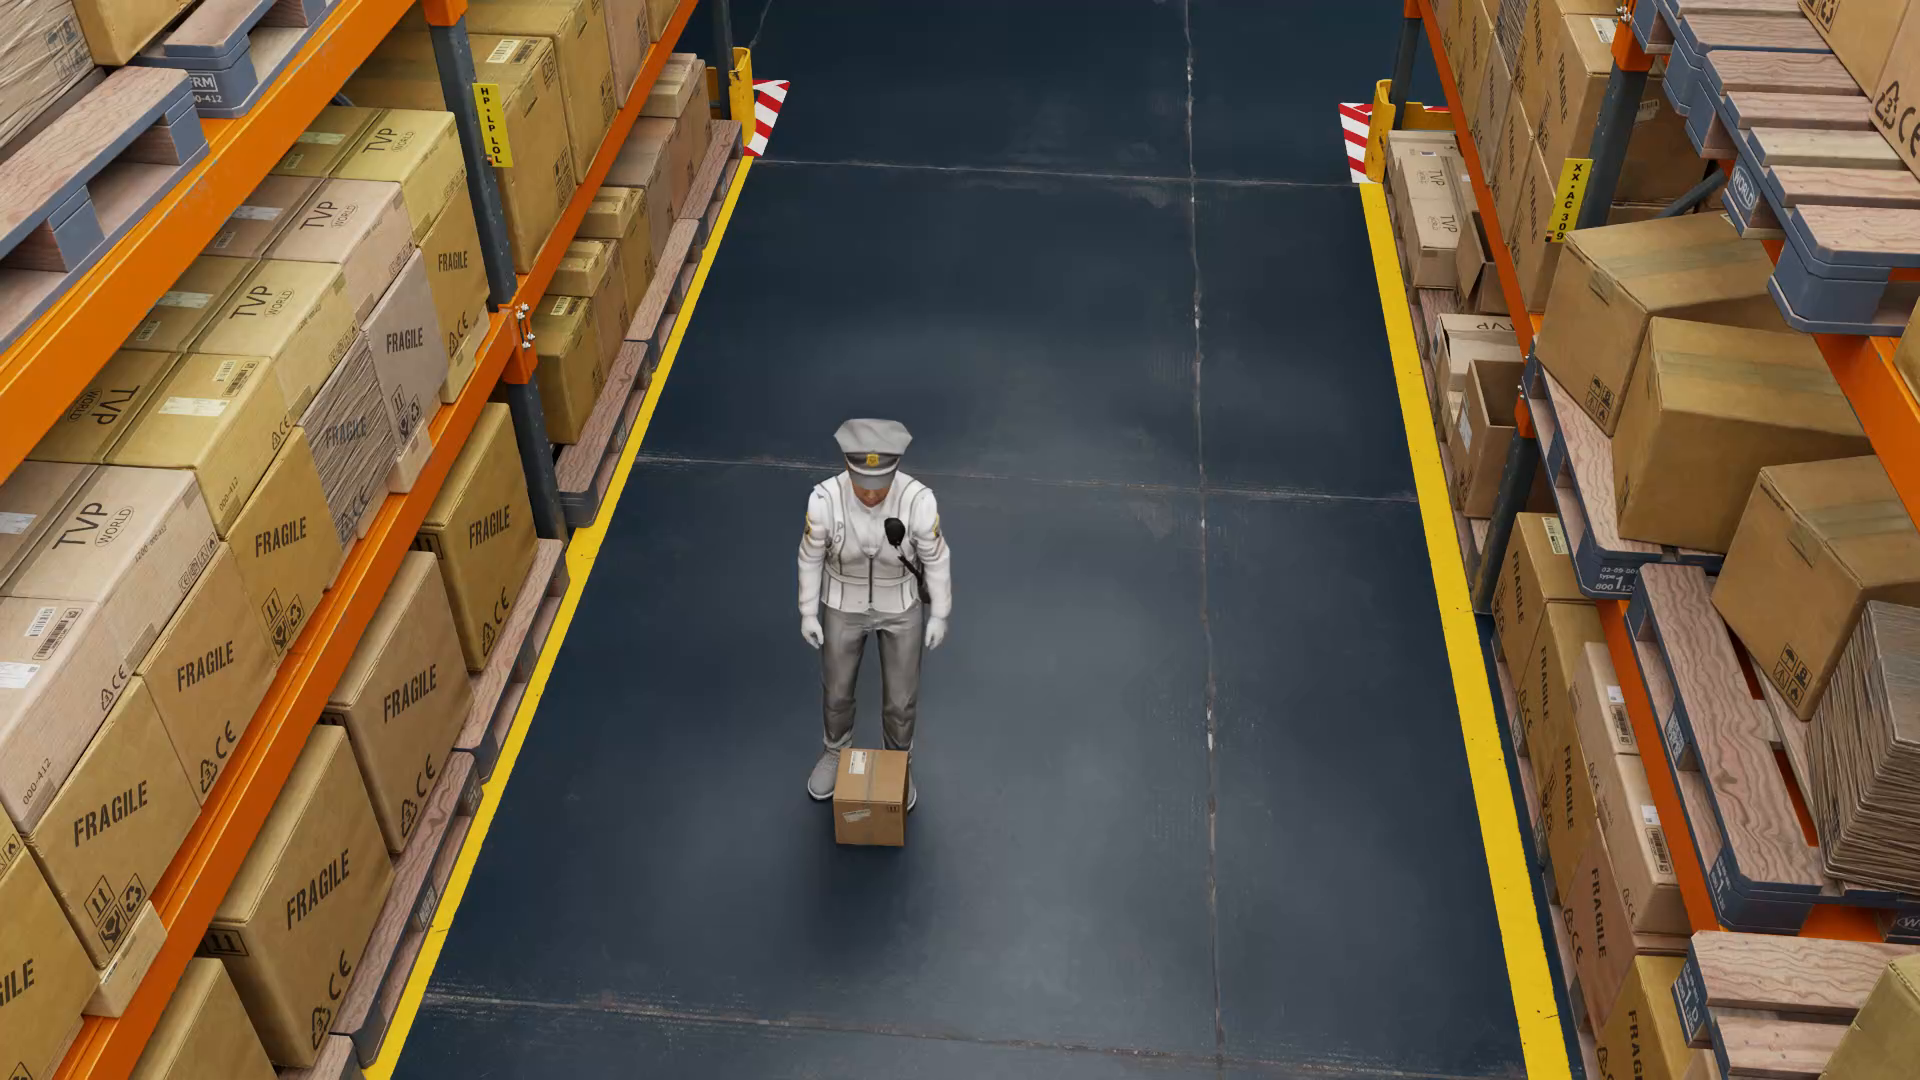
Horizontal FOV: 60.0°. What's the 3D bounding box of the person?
[{"bbox_3d":[-0.303,0.266,5.838,0.547,1.666,0.412,1,40,1],"label":"person"}]
